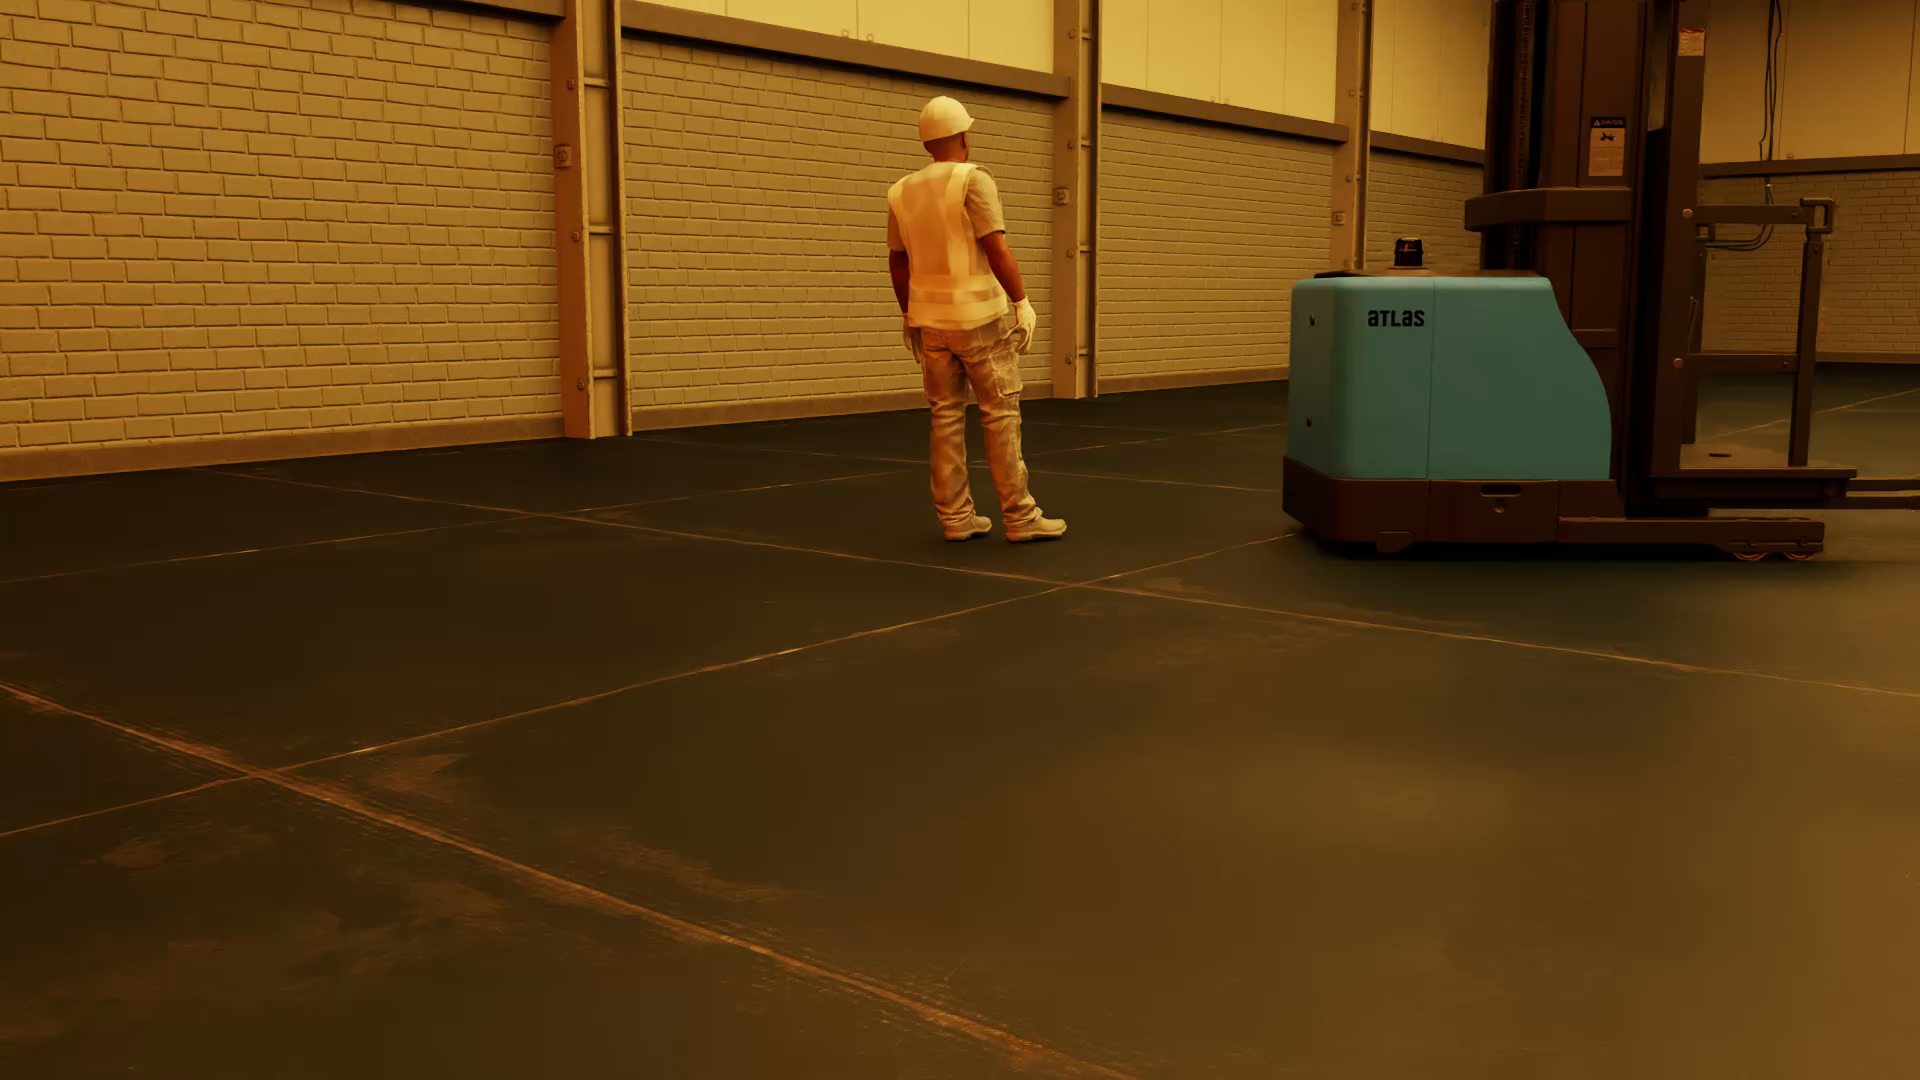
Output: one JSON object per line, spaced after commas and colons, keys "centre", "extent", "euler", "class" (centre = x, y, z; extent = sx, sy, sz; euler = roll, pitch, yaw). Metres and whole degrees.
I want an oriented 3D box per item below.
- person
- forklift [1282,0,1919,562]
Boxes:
{"centre": [0.052, -0.896, 6.826], "extent": [0.656, 1.784, 0.575], "euler": [7, 11, 38], "class": "person"}
{"centre": [2.926, -1.445, 6.659], "extent": [3.031, 2.935, 1.130], "euler": [0, 8, 0], "class": "forklift"}
